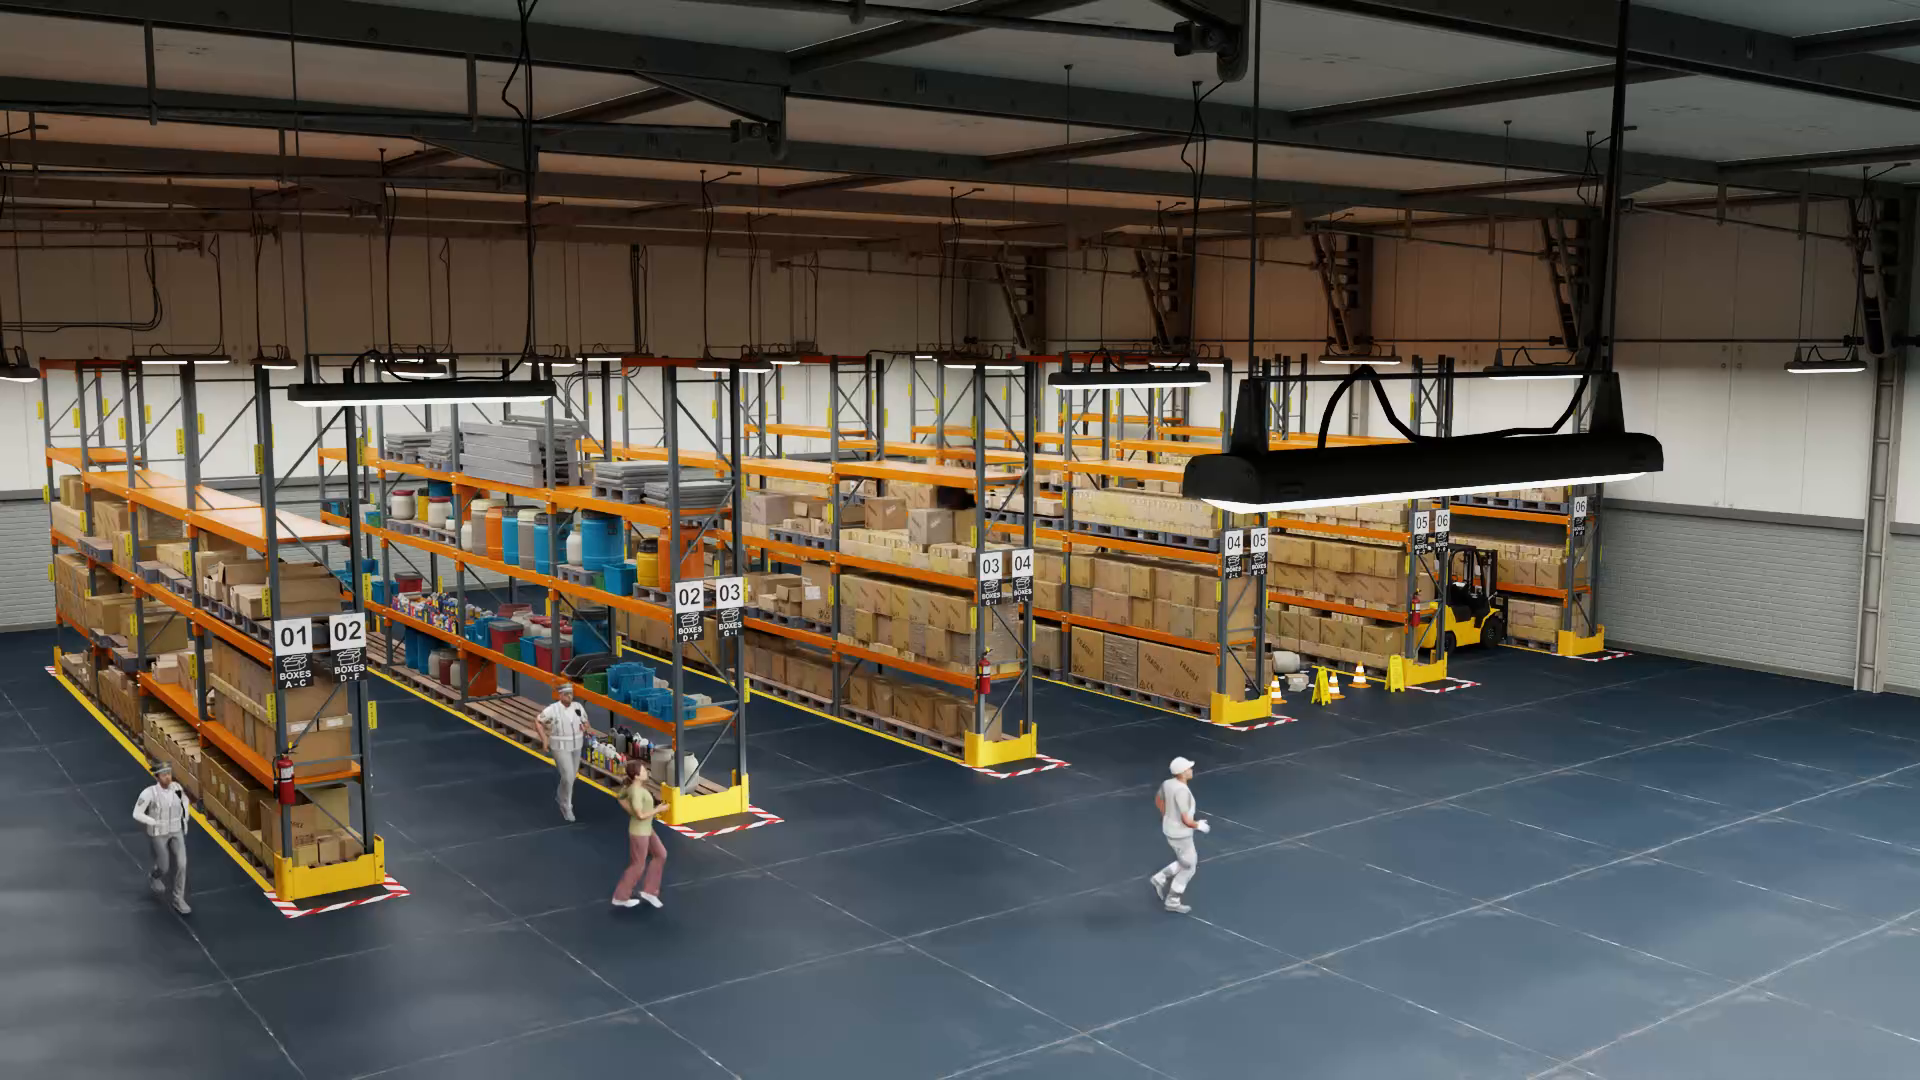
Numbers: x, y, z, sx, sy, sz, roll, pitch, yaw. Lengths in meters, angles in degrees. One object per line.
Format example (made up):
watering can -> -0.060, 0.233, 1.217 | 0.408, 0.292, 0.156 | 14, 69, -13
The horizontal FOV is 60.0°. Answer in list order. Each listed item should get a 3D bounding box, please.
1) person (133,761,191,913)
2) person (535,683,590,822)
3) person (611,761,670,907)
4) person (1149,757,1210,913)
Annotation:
person -> -8.898, 3.287, 18.609 | 0.794, 1.695, 0.658 | 6, 9, 42
person -> -5.242, 2.806, 22.166 | 0.788, 1.855, 0.638 | 6, 9, 43
person -> -3.554, 3.294, 18.484 | 0.668, 1.714, 0.558 | -1, 7, -10
person -> 2.456, 3.259, 18.447 | 0.572, 1.746, 0.690 | -1, 7, -11
